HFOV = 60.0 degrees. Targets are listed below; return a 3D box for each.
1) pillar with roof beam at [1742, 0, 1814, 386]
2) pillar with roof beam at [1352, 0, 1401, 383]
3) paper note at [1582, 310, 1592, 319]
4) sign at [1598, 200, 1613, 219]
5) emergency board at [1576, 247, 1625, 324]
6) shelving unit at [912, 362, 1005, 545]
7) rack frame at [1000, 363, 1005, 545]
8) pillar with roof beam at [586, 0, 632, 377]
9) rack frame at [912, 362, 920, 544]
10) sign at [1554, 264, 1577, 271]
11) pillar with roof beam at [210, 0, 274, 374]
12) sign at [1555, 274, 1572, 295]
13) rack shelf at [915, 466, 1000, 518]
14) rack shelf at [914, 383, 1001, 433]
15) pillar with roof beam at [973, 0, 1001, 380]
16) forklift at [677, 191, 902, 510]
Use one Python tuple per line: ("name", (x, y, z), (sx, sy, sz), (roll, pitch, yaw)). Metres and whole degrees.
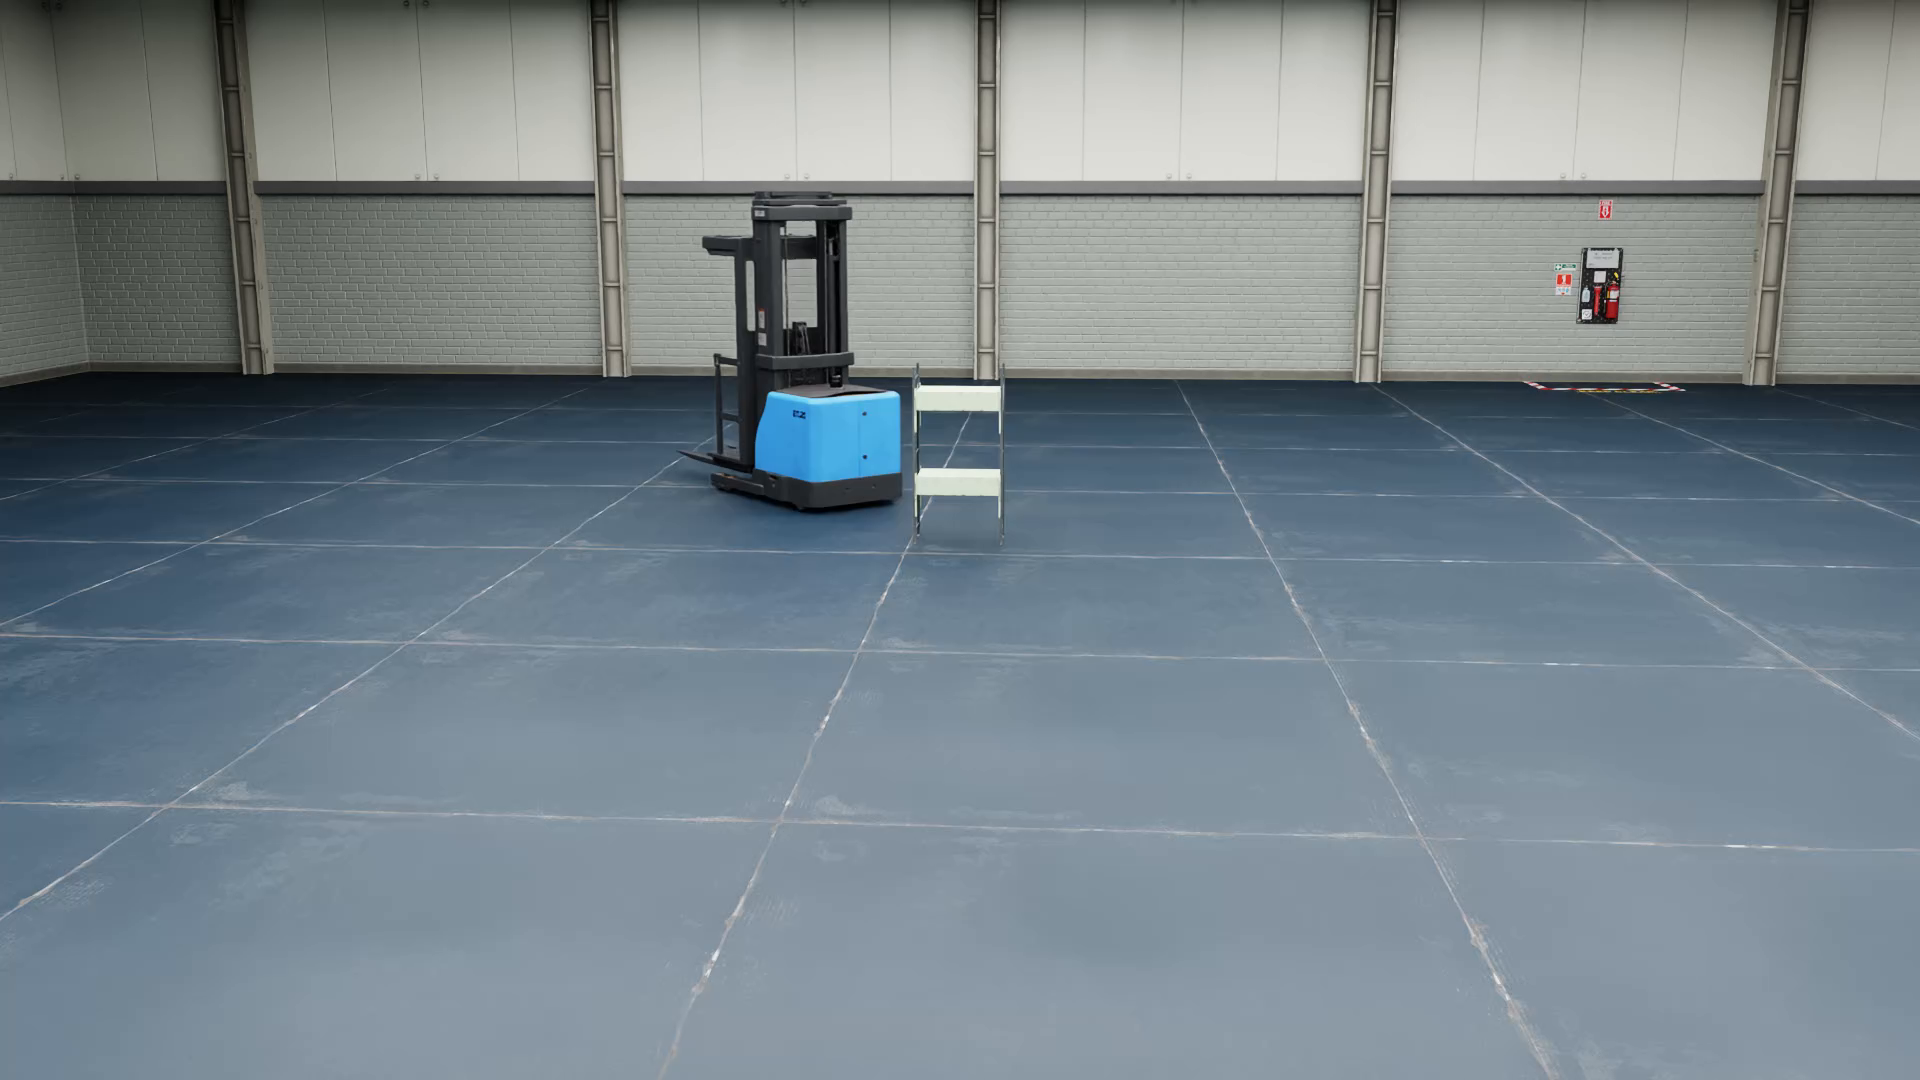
("pillar with roof beam", (12.109, -5.944, 20.705), (0.400, 9.000, 9.100), (1, 12, 4))
("pillar with roof beam", (6.122, -6.026, 21.097), (0.400, 9.000, 9.100), (1, 12, 4))
("paper note", (9.761, -3.514, 25.892), (0.142, 0.148, 0.016), (1, 12, 4))
("sign", (9.932, -5.084, 25.583), (0.199, 0.298, 0.001), (1, 12, 4))
("emergency board", (9.933, -3.928, 25.722), (0.643, 1.169, 0.194), (1, 12, 4))
("shelving unit", (-0.007, -0.734, 14.115), (0.755, 1.500, 0.431), (1, 12, 4))
("rack frame", (0.359, -0.729, 14.091), (0.023, 1.500, 0.400), (1, 12, 4))
("pillar with roof beam", (-5.851, -6.190, 21.882), (0.400, 9.000, 9.100), (1, 12, 4))
("rack frame", (-0.372, -0.739, 14.139), (0.023, 1.500, 0.400), (1, 12, 4))
("sign", (9.392, -4.232, 25.792), (0.331, 0.109, 0.001), (1, 12, 4))
("pillar with roof beam", (-11.838, -6.272, 22.275), (0.400, 9.000, 9.100), (1, 12, 4))
("sign", (9.388, -3.975, 25.856), (0.234, 0.329, 0.001), (1, 12, 4))
("rack shelf", (-0.007, -0.415, 14.182), (0.720, 0.370, 0.431), (1, 12, 4))
("rack shelf", (-0.007, -1.116, 14.035), (0.720, 0.370, 0.431), (1, 12, 4))
("pillar with roof beam", (0.136, -6.108, 21.490), (0.400, 9.000, 9.100), (1, 12, 4))
("forklift", (-1.840, -1.962, 16.487), (1.130, 2.935, 3.031), (-9, 15, -36))
